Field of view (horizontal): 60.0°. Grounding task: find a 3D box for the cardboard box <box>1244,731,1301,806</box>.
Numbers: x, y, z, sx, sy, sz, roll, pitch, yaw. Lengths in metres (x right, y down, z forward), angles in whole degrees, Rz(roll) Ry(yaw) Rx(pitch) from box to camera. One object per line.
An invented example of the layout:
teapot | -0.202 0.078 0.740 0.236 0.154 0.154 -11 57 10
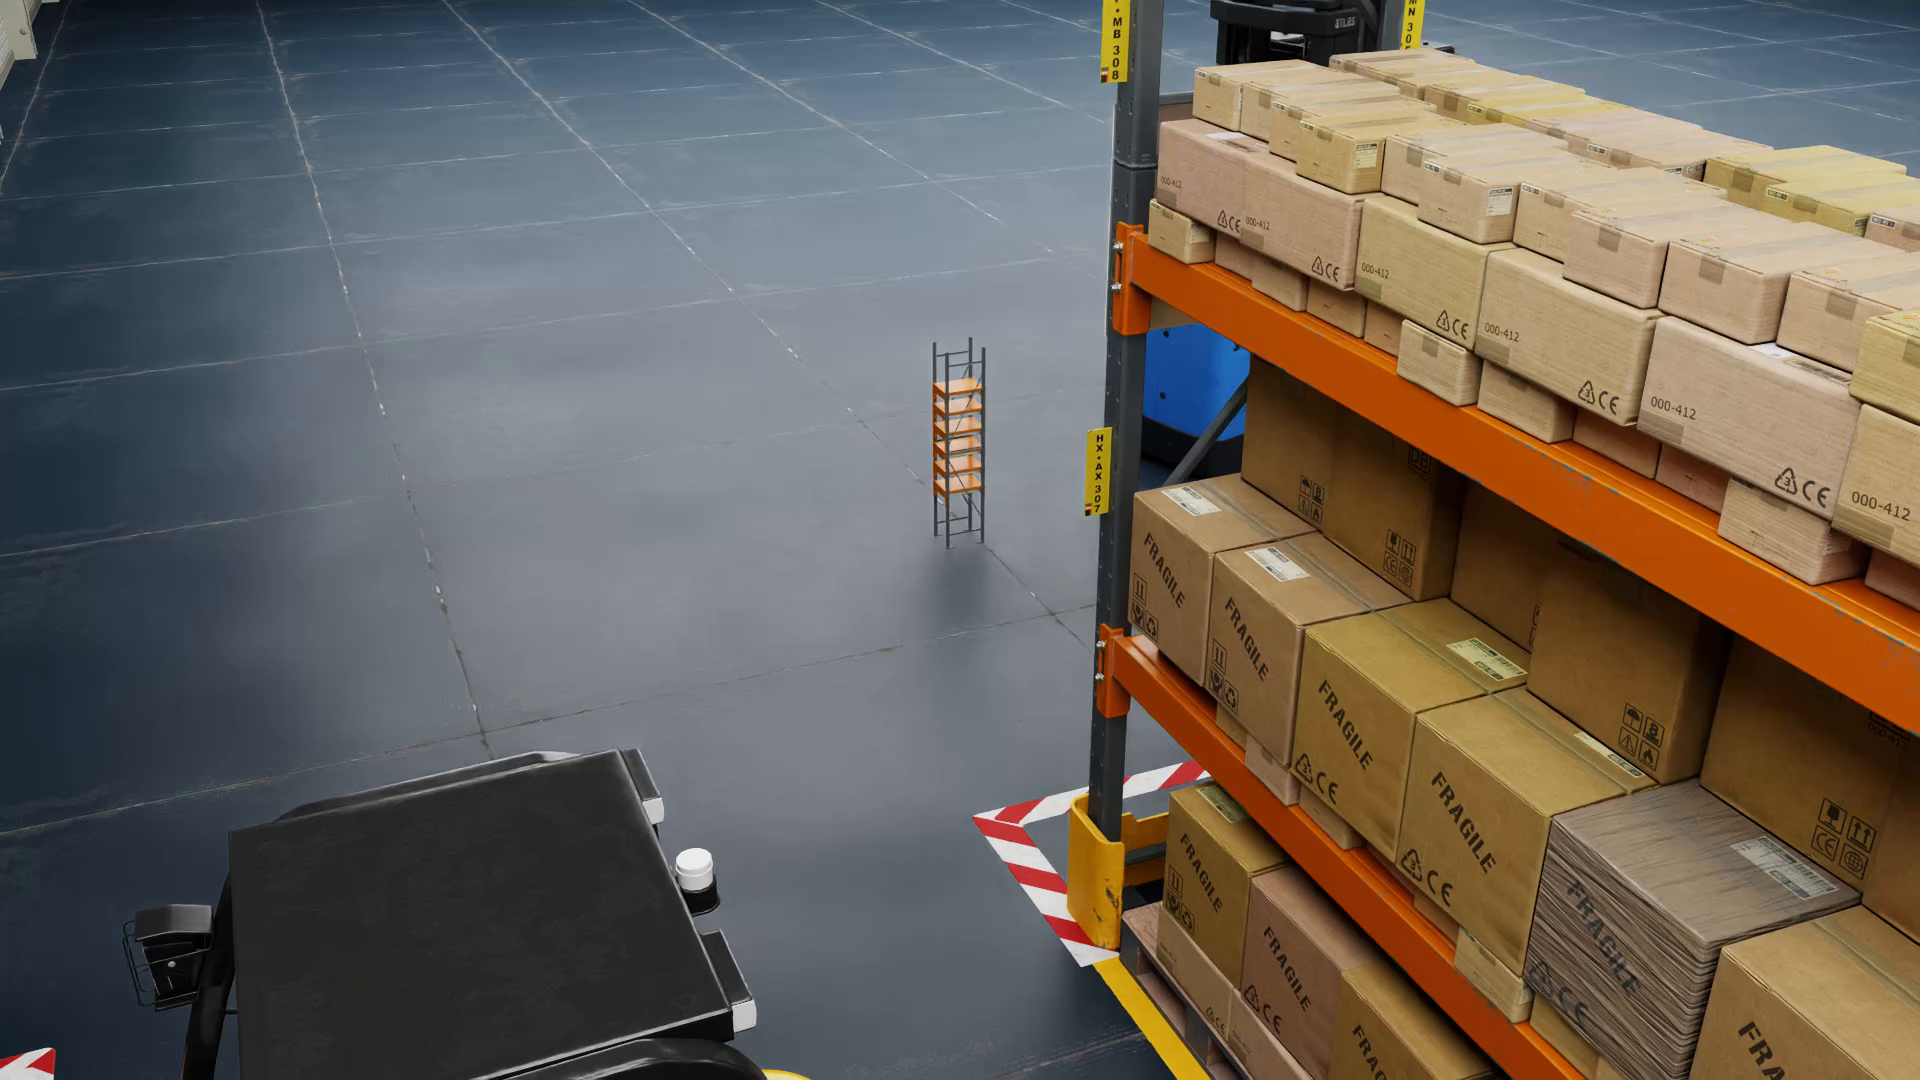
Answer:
cardboard box | 1.127 0.674 5.237 0.380 0.149 0.250 -10 28 -20

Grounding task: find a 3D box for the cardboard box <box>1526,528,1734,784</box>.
cardboard box | 1.941 0.217 4.294 0.700 0.500 0.500 -11 28 -21

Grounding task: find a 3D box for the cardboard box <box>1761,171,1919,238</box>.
cardboard box | 2.045 -0.718 3.760 0.380 0.149 0.250 -10 28 -20

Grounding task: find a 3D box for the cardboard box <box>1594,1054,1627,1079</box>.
cardboard box | 1.746 1.298 3.959 0.380 0.149 0.250 -11 28 -21

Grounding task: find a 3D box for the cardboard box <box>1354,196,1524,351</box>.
cardboard box | 1.352 -0.699 4.175 0.500 0.250 0.500 -10 28 -19

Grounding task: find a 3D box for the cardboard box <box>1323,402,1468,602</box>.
cardboard box | 1.579 -0.196 5.140 0.700 0.500 0.500 -10 28 -20

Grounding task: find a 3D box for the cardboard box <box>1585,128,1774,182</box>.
cardboard box | 1.792 -0.918 4.170 0.380 0.149 0.250 -11 28 -22

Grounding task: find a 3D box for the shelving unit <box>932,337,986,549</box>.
shelving unit | -0.006 -0.545 9.499 0.258 1.200 0.189 -11 28 -21

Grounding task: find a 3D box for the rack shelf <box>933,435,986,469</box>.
rack shelf | -0.006 -0.505 9.518 0.258 0.103 0.180 -11 28 -21

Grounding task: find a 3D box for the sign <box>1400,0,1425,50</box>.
sign | 1.505 -1.776 5.540 0.100 0.325 0.005 -11 28 -21

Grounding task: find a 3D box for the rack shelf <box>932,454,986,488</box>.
rack shelf | -0.006 -0.397 9.571 0.258 0.103 0.180 -11 28 -21

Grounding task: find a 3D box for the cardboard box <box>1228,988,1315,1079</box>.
cardboard box | 1.241 1.685 5.536 0.500 0.250 0.500 -10 28 -19

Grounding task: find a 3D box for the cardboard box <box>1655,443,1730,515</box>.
cardboard box | 1.735 -0.175 3.557 0.380 0.149 0.250 -10 28 -19

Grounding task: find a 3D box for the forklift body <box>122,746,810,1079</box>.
forklift body | -1.158 1.745 3.724 2.313 2.155 1.214 -11 28 -21

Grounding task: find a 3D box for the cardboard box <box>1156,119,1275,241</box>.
cardboard box | 0.938 -1.108 5.014 0.500 0.250 0.500 -11 28 -22

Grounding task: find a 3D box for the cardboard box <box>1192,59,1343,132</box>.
cardboard box | 0.938 -1.358 5.070 0.380 0.149 0.250 -11 28 -21

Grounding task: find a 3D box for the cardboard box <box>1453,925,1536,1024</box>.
cardboard box | 1.539 1.092 4.381 0.380 0.149 0.250 -10 28 -20

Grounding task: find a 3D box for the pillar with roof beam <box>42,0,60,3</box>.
pillar with roof beam | -11.923 -14.199 28.575 9.100 9.000 0.400 -11 28 -21

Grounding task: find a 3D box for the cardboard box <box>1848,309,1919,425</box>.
cardboard box | 1.814 -0.306 2.917 0.380 0.149 0.250 -10 28 -19

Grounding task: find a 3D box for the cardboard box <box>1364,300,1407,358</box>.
cardboard box | 1.302 -0.582 4.391 0.380 0.149 0.250 -11 28 -22

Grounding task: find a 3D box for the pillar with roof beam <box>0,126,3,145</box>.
pillar with roof beam | -7.224 -9.355 18.653 9.100 9.000 0.400 -11 28 -21

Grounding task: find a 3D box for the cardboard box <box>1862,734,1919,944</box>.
cardboard box | 2.400 0.619 3.470 0.700 0.500 0.500 -10 28 -20

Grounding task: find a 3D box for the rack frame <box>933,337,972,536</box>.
rack frame | -0.042 -0.582 9.574 0.240 1.200 0.006 -11 28 -21

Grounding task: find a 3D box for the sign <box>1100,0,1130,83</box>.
sign | 0.487 -1.590 5.173 0.100 0.325 0.005 -11 28 -21

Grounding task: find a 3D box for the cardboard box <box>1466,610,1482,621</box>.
cardboard box | 1.837 0.456 4.944 0.500 0.500 0.500 -11 28 -21

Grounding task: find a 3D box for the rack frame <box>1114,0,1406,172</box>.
rack frame | 0.986 -2.638 4.897 1.000 3.000 0.127 -11 28 -21

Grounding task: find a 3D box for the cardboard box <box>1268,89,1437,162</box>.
cardboard box | 1.092 -1.147 4.639 0.380 0.149 0.250 -11 28 -21

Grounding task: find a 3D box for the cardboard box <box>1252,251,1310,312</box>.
cardboard box | 1.075 -0.785 4.805 0.380 0.149 0.250 -10 28 -19

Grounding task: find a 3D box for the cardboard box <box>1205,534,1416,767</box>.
cardboard box | 1.122 0.326 5.210 0.500 0.500 0.500 -10 28 -19

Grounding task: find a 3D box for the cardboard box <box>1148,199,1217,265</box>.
cardboard box | 0.818 -0.988 5.222 0.380 0.149 0.250 -11 28 -21

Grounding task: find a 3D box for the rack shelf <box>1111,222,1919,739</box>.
rack shelf | 1.770 -0.160 4.060 1.077 0.370 4.000 -11 28 -21

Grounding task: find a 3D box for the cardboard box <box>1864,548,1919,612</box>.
cardboard box | 1.953 0.035 3.126 0.380 0.149 0.250 -12 28 -22

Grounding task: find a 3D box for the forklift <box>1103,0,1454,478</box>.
forklift | 2.409 -2.217 10.950 3.031 2.935 1.130 -20 32 -35

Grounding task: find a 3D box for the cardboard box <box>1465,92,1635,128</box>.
cardboard box | 1.625 -1.128 4.601 0.380 0.149 0.250 -10 28 -20

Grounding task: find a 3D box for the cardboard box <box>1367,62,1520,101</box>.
cardboard box | 1.456 -1.339 5.033 0.380 0.149 0.250 -10 28 -20

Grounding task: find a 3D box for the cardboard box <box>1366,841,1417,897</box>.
cardboard box | 1.418 0.869 4.838 0.380 0.149 0.250 -10 28 -19

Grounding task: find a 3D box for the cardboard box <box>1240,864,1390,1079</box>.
cardboard box | 1.266 1.360 5.346 0.500 0.500 0.500 -12 28 -23

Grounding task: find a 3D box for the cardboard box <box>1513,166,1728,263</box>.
cardboard box | 1.505 -0.738 3.801 0.380 0.149 0.250 -10 28 -20

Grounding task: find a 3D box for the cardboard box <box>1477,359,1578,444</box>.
cardboard box | 1.468 -0.368 3.952 0.380 0.149 0.250 -11 28 -22

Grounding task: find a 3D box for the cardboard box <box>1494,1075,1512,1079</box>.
cardboard box | 1.673 1.779 4.489 0.500 0.500 0.500 -9 27 -18

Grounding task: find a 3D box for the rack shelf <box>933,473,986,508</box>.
rack shelf | -0.006 -0.289 9.624 0.258 0.103 0.180 -11 28 -21

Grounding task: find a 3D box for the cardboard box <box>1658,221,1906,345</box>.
cardboard box | 1.658 -0.524 3.363 0.380 0.149 0.250 -10 28 -20

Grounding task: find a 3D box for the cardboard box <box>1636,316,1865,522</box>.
cardboard box | 1.747 -0.286 3.330 0.500 0.250 0.500 -11 28 -21

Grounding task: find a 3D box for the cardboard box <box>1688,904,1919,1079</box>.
cardboard box | 1.942 1.150 3.522 0.500 0.500 0.500 -10 28 -19

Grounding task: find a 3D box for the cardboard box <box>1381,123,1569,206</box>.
cardboard box | 1.307 -0.949 4.234 0.380 0.149 0.250 -11 28 -21

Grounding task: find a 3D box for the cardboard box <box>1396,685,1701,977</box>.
cardboard box | 1.530 0.736 4.372 0.500 0.500 0.500 -11 28 -22
